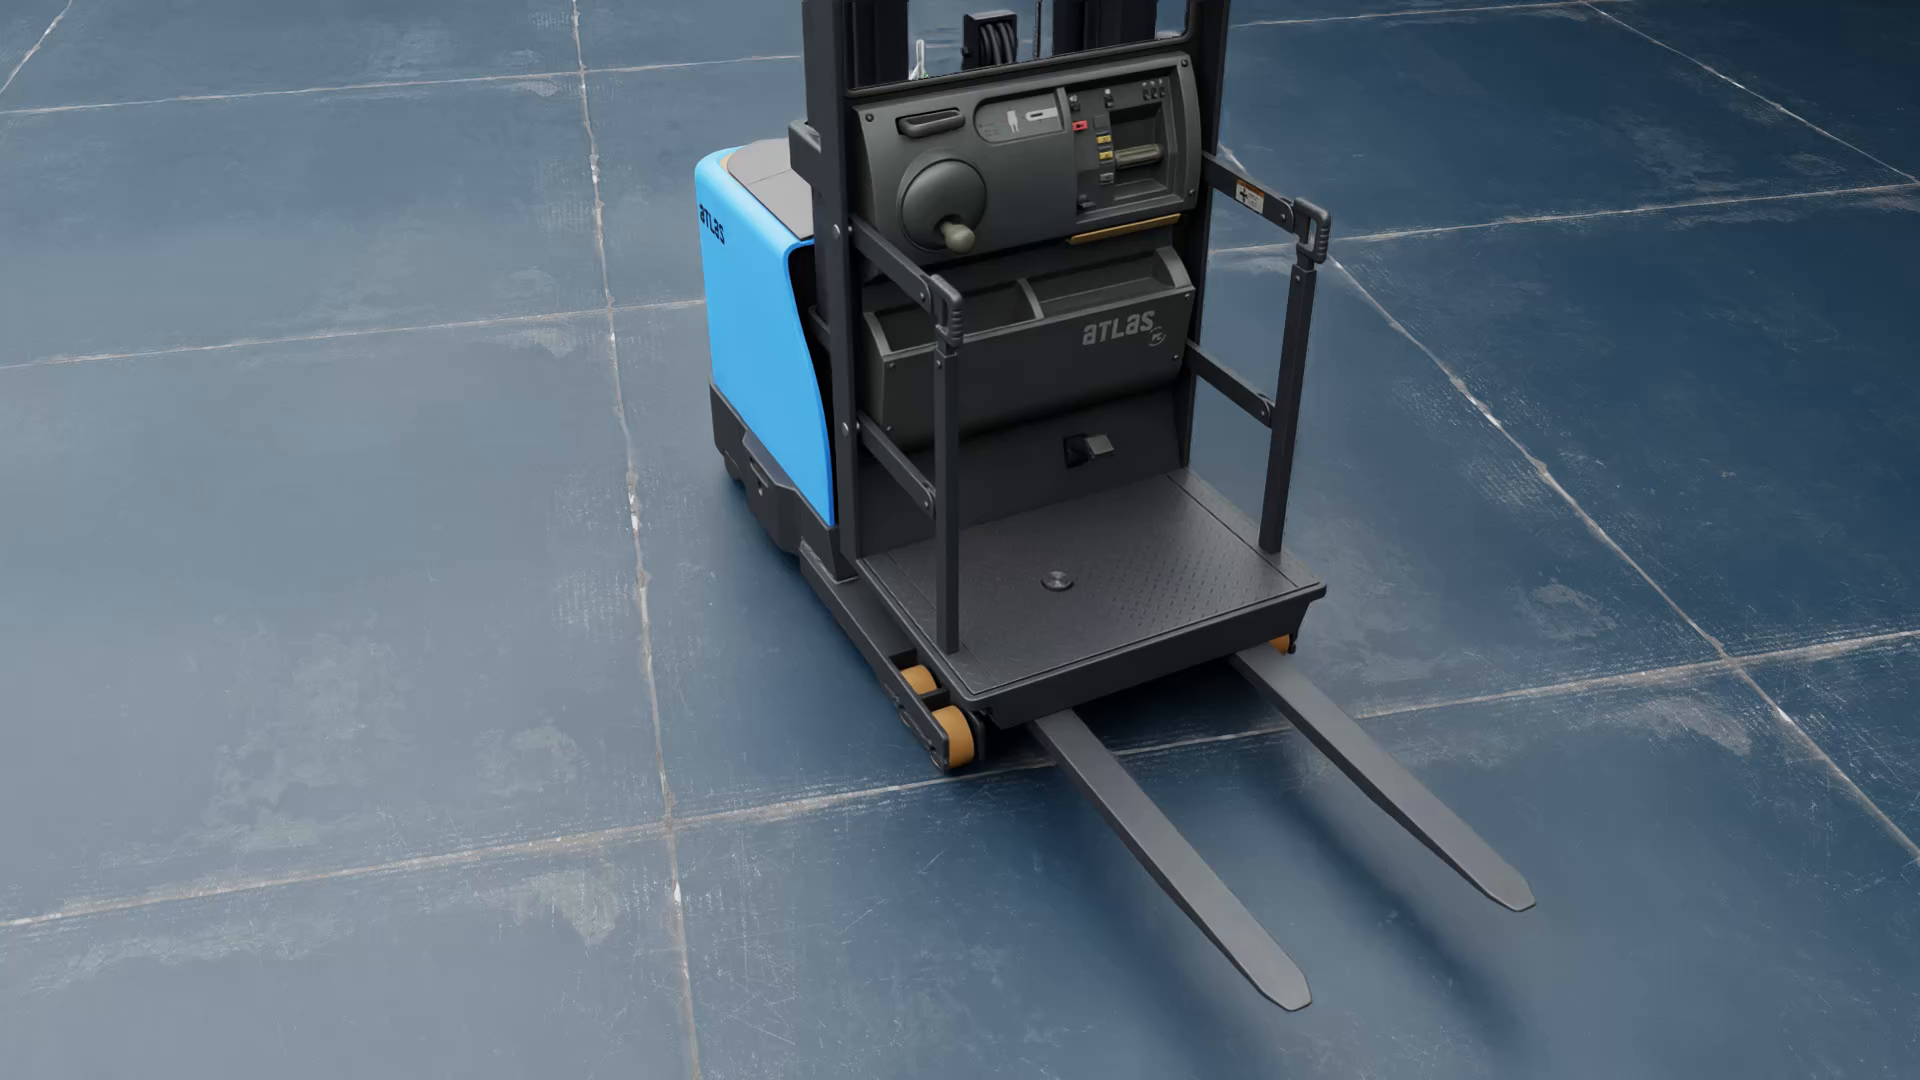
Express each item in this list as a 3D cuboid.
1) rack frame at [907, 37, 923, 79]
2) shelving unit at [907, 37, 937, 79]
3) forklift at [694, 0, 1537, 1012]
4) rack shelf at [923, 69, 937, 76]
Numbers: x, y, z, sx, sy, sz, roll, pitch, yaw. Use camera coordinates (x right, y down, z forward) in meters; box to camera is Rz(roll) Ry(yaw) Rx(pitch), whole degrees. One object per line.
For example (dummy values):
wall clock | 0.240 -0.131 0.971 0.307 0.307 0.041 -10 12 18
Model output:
rack frame | -0.158 -1.139 5.870 0.015 1.200 0.240 7 34 10
shelving unit | 0.080 -1.110 5.828 0.503 1.200 0.258 7 34 10
forklift | 0.289 -0.901 3.962 1.130 2.935 3.031 -16 37 -22
rack shelf | 0.080 -1.456 5.596 0.480 0.148 0.258 7 34 10
